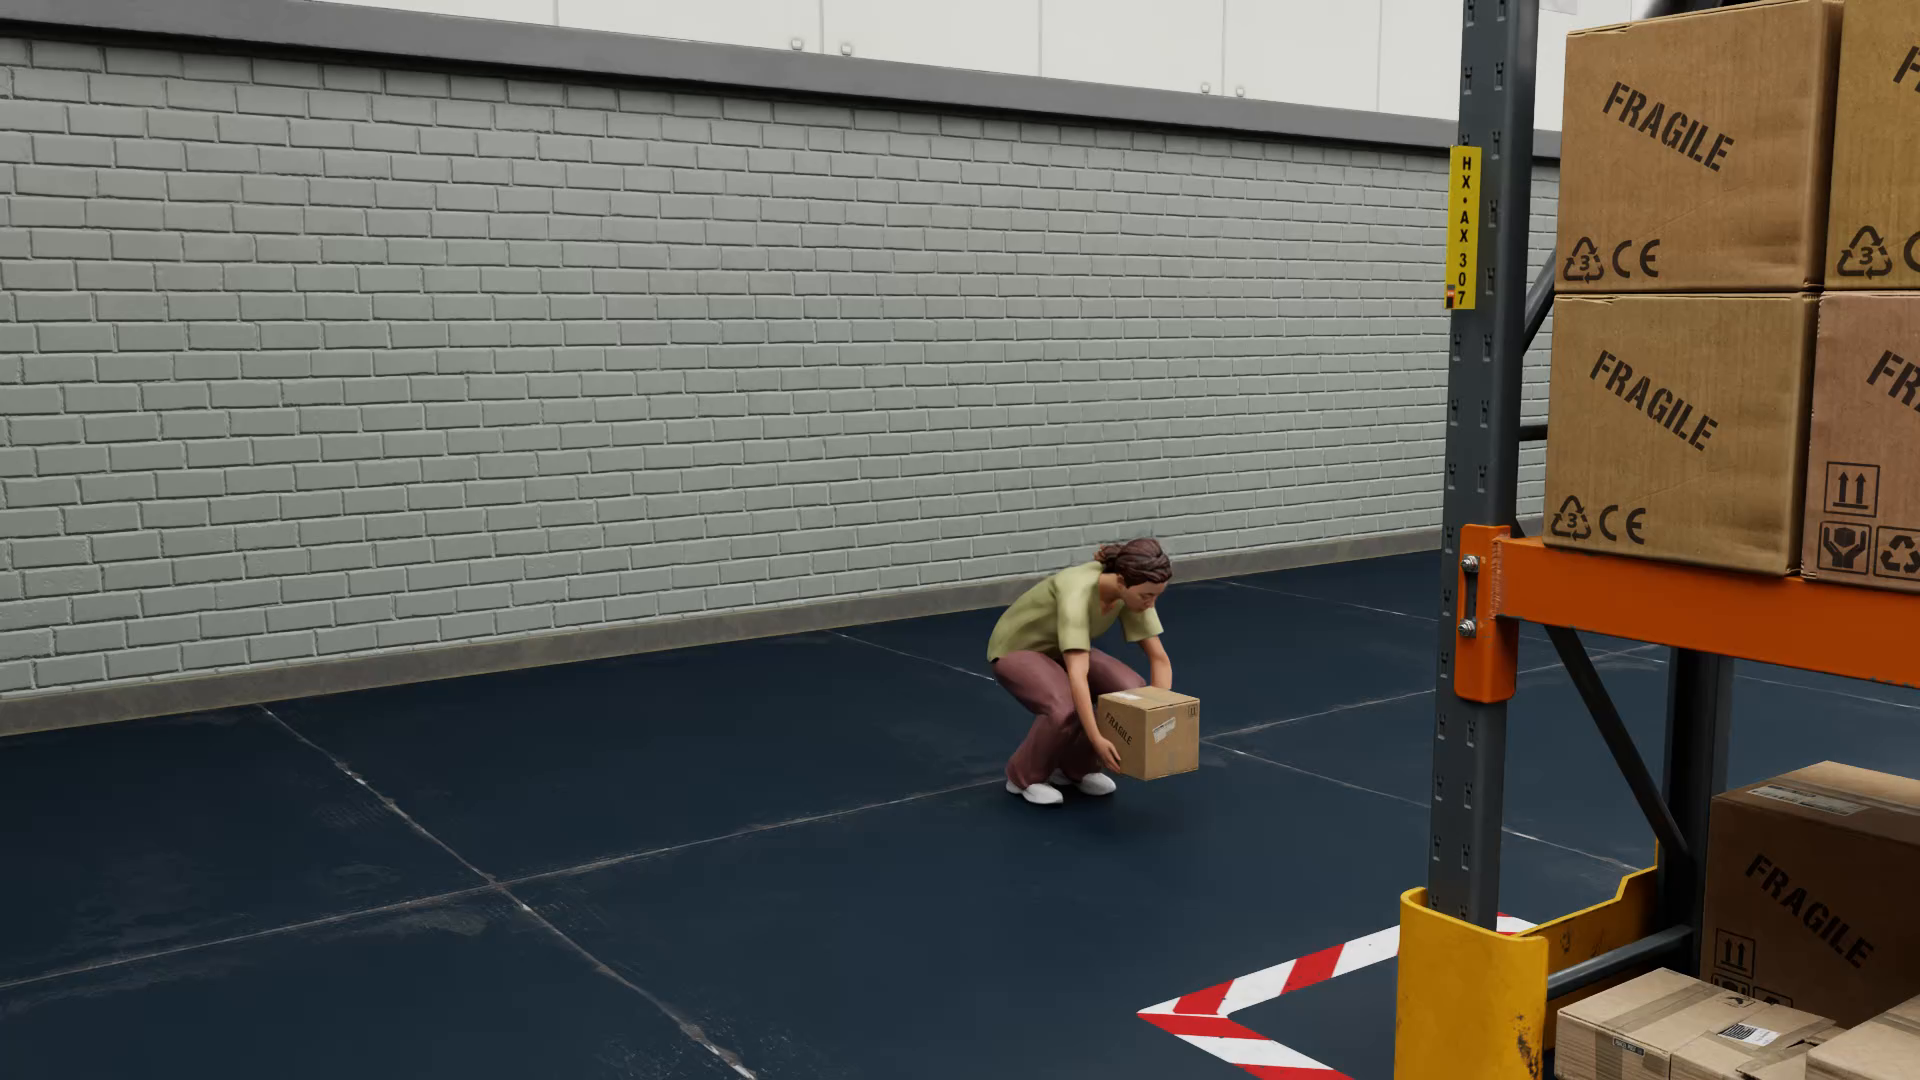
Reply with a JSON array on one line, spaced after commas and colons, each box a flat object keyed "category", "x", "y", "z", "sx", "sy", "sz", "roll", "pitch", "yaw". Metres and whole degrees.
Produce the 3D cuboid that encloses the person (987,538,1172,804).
[{"category": "person", "x": 0.450, "y": 0.456, "z": 6.020, "sx": 0.497, "sy": 0.991, "sz": 0.774, "roll": -6, "pitch": 10, "yaw": -36}]
